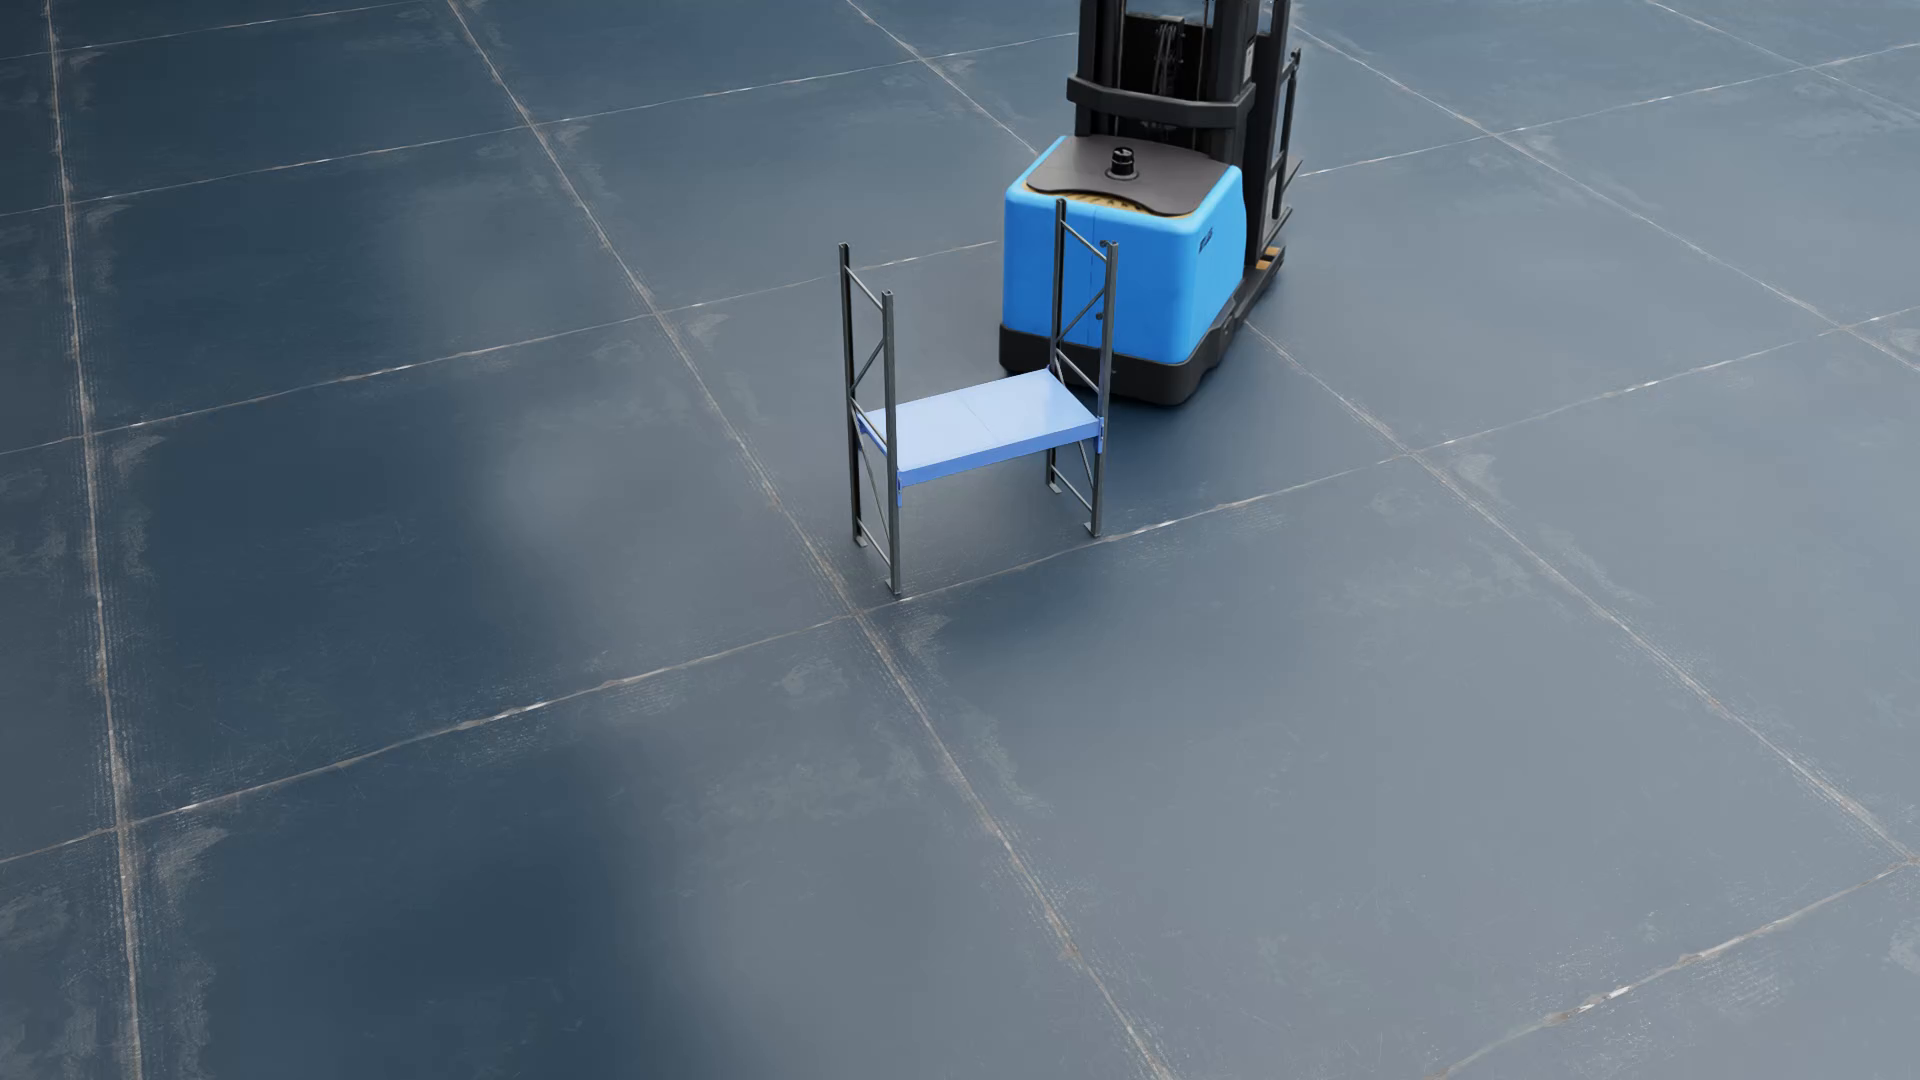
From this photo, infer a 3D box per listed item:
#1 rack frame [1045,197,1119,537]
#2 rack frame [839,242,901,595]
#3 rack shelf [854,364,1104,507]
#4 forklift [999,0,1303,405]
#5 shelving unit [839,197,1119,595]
[{"bbox_3d":[0.537,-0.753,7.506,0.032,1.500,0.500,-16,39,-20],"label":"rack frame"},{"bbox_3d":[-0.383,-0.495,7.159,0.032,1.500,0.500,-16,39,-20],"label":"rack frame"},{"bbox_3d":[0.077,-0.480,7.439,1.000,0.185,0.538,-16,39,-20],"label":"rack shelf"},{"bbox_3d":[1.278,-2.743,8.988,1.130,2.935,3.031,15,39,19],"label":"forklift"},{"bbox_3d":[0.077,-0.624,7.332,1.048,1.500,0.538,-16,39,-20],"label":"shelving unit"}]
